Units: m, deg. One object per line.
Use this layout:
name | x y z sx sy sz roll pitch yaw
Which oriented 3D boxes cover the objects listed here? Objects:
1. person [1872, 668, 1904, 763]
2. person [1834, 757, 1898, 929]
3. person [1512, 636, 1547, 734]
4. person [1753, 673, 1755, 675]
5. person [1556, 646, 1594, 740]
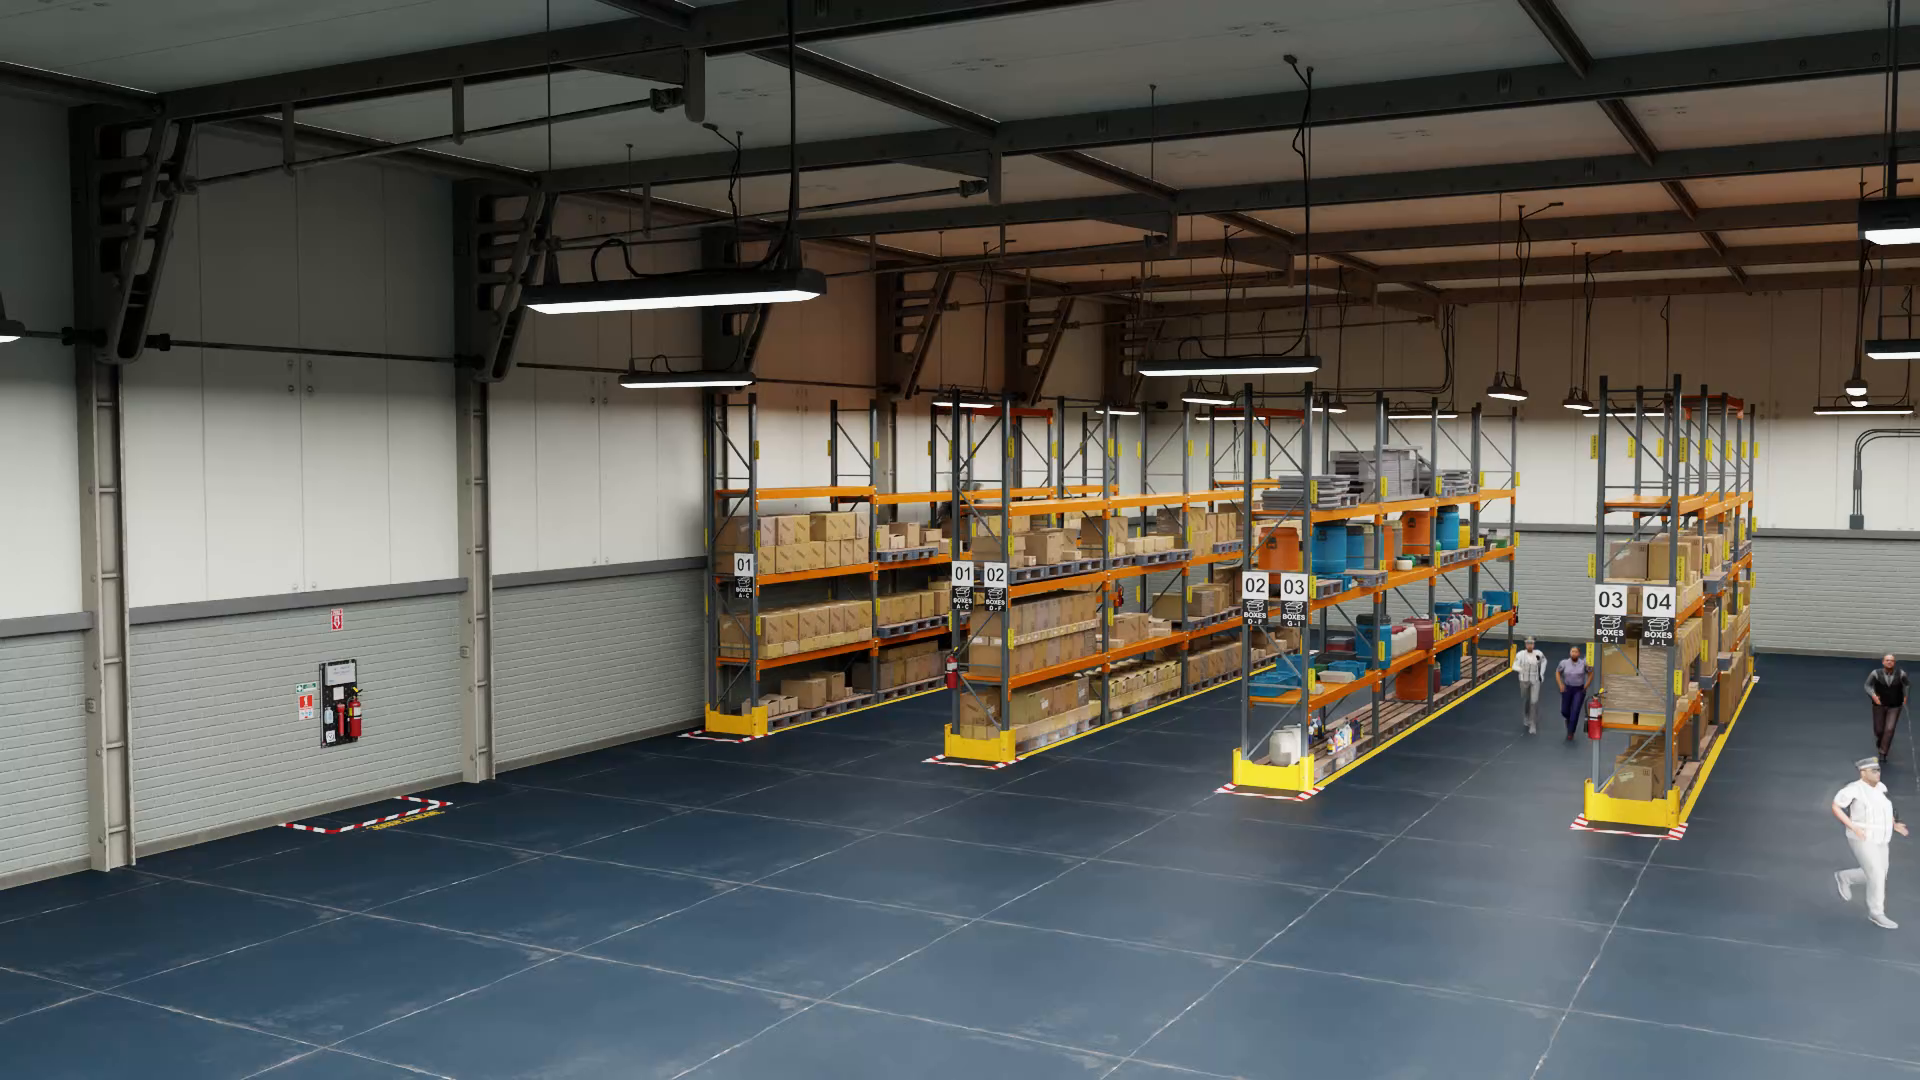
person | 15.043 2.816 26.967 0.449 1.493 0.894 2 3 27
person | 9.671 3.179 17.756 0.450 1.775 0.833 -1 3 -23
person | 5.124 1.603 33.564 12.953 3.190 3.931 1 3 24
person | 17.373 2.154 37.198 0.704 1.837 0.740 -3 4 -40
person | 13.723 2.922 23.884 10.280 1.620 7.567 1 3 24
